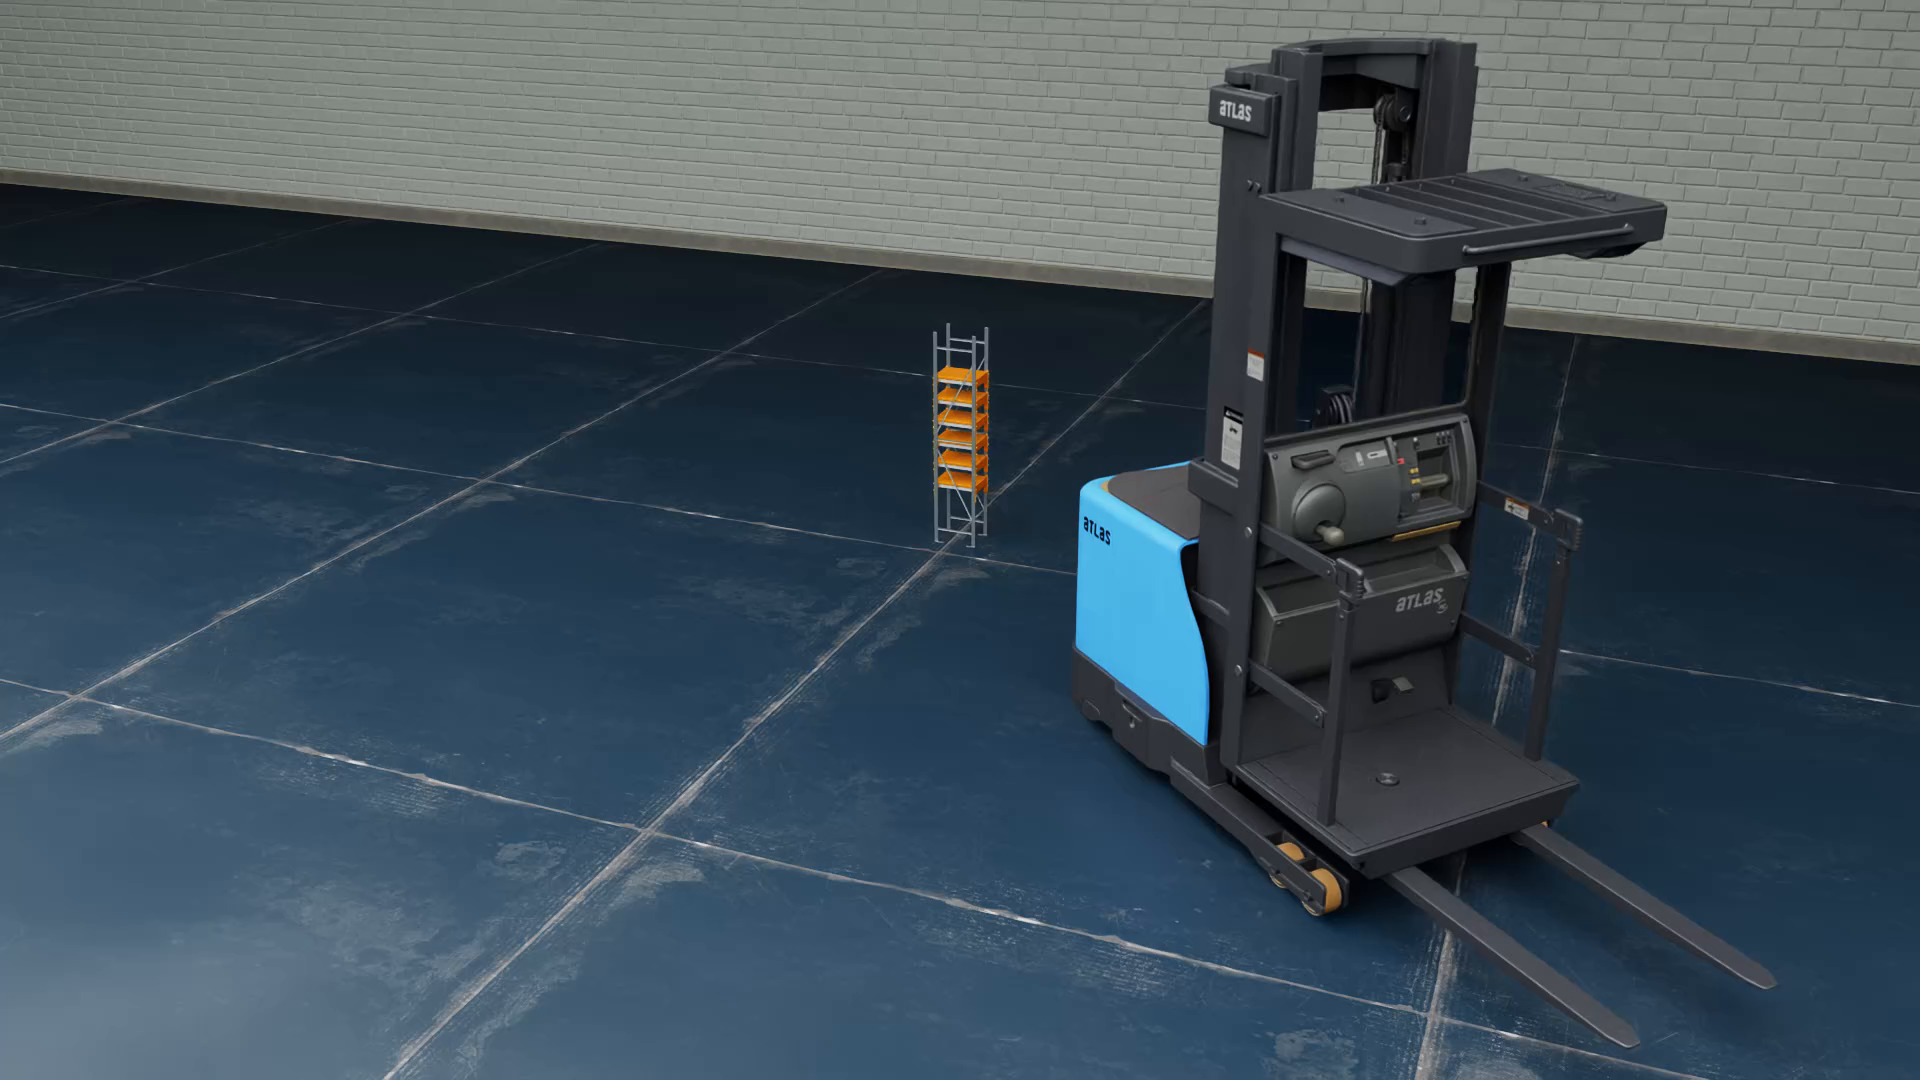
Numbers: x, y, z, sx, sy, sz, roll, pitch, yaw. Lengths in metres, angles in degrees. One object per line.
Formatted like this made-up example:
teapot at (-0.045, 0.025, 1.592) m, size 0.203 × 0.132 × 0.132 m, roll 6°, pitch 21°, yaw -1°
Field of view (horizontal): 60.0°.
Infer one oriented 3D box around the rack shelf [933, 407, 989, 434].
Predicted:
rack shelf at (0.005, -0.629, 9.002) m, size 0.258 × 0.103 × 0.180 m, roll 9°, pitch 24°, yaw 20°

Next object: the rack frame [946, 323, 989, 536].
rack frame at (0.039, -0.592, 9.110) m, size 0.240 × 1.200 × 0.006 m, roll 9°, pitch 24°, yaw 20°

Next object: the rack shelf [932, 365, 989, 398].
rack shelf at (0.005, -0.850, 8.910) m, size 0.258 × 0.103 × 0.180 m, roll 9°, pitch 24°, yaw 20°

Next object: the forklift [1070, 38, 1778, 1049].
forklift at (1.615, -0.193, 5.910) m, size 1.130 × 2.935 × 3.031 m, roll -11°, pitch 25°, yaw -25°

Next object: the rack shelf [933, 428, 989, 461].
rack shelf at (0.005, -0.518, 9.048) m, size 0.258 × 0.103 × 0.180 m, roll 9°, pitch 24°, yaw 20°

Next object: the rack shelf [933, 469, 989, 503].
rack shelf at (0.005, -0.296, 9.141) m, size 0.258 × 0.103 × 0.180 m, roll 9°, pitch 24°, yaw 20°

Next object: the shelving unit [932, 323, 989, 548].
shelving unit at (0.005, -0.559, 9.031) m, size 0.258 × 1.200 × 0.189 m, roll 9°, pitch 24°, yaw 20°

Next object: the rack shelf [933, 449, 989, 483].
rack shelf at (0.005, -0.407, 9.095) m, size 0.258 × 0.103 × 0.180 m, roll 9°, pitch 24°, yaw 20°

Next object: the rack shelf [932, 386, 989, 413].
rack shelf at (0.005, -0.739, 8.956) m, size 0.258 × 0.103 × 0.180 m, roll 9°, pitch 24°, yaw 20°

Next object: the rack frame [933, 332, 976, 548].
rack frame at (-0.029, -0.526, 8.953) m, size 0.240 × 1.200 × 0.006 m, roll 9°, pitch 24°, yaw 20°
